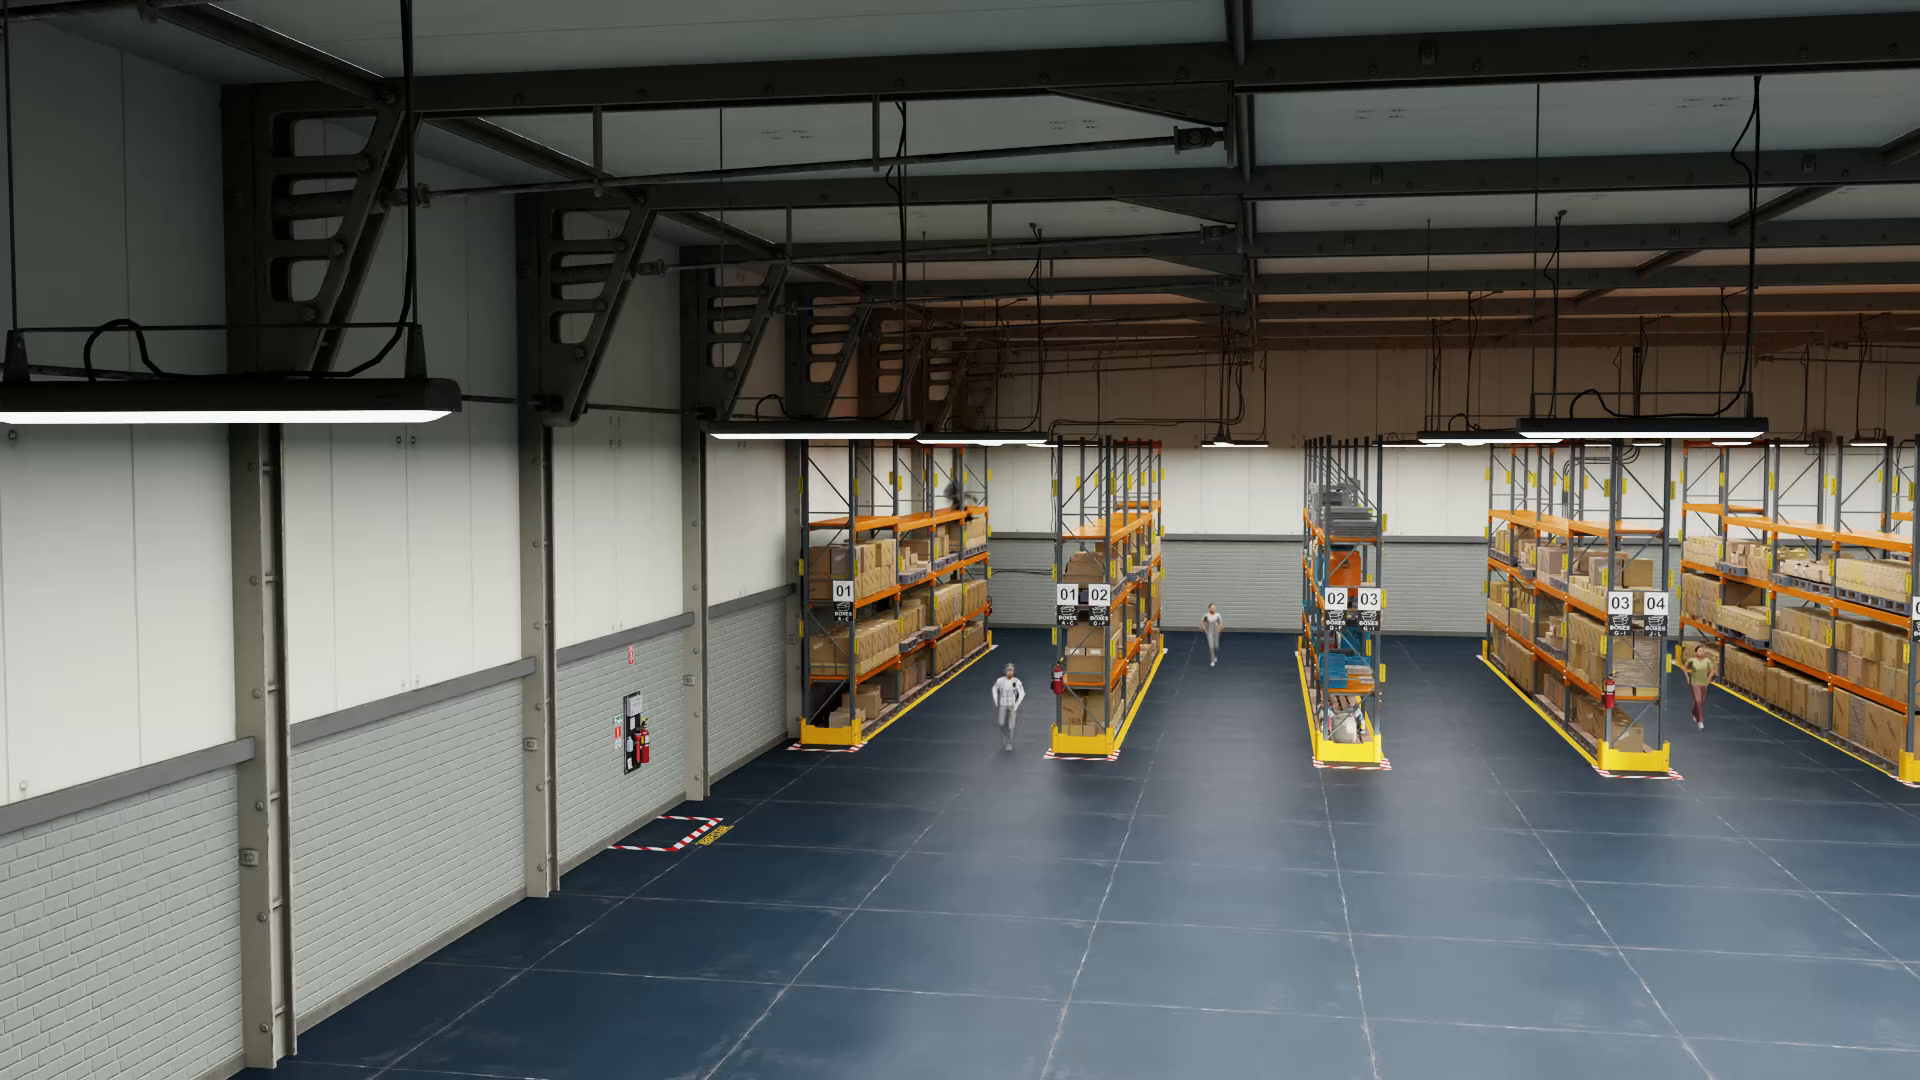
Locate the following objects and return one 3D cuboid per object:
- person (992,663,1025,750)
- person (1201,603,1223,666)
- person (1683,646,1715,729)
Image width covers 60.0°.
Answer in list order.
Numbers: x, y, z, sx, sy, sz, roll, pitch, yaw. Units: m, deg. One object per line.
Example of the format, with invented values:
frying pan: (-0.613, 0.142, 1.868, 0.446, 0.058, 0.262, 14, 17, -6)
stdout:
person: (0.910, 3.179, 31.731, 0.642, 1.660, 0.500, 0, 3, 8)
person: (6.711, 2.510, 44.333, 0.580, 1.651, 0.685, 0, 3, 1)
person: (15.333, 3.022, 34.510, 0.569, 1.681, 0.905, 0, 3, 7)
